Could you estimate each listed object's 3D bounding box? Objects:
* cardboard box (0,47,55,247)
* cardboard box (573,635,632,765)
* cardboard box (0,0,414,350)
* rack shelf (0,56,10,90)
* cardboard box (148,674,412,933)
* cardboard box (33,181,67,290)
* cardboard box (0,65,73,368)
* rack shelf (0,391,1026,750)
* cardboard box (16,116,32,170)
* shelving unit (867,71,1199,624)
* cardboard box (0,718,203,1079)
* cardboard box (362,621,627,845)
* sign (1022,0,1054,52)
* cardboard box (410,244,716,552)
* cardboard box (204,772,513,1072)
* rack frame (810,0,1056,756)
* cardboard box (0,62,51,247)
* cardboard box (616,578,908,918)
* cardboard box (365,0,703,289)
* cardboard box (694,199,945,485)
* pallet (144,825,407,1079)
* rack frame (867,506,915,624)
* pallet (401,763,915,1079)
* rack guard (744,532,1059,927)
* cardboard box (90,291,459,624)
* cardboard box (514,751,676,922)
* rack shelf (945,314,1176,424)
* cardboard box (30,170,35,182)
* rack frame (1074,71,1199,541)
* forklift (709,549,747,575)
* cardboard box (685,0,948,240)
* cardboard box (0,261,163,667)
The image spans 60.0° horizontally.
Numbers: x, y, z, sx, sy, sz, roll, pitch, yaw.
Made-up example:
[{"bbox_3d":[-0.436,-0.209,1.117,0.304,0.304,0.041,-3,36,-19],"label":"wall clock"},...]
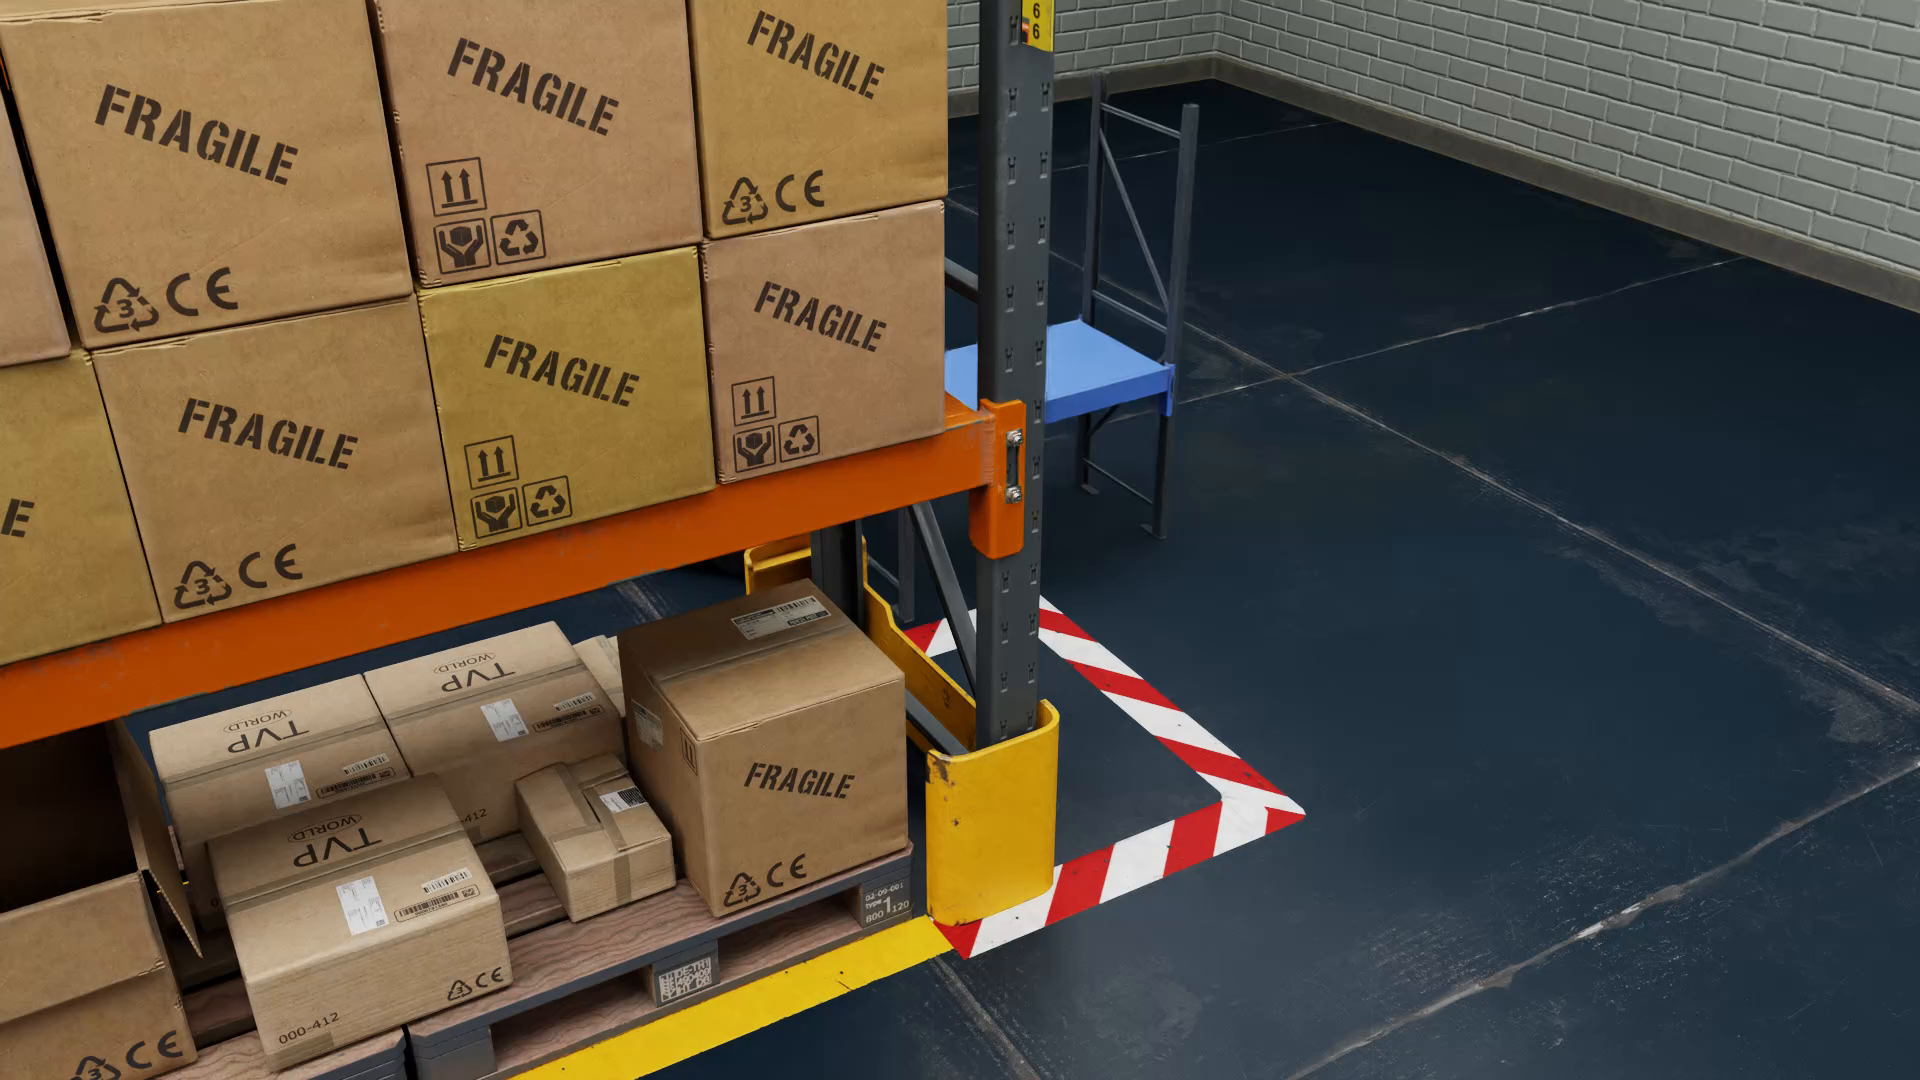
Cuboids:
[{"bbox_3d":[-1.515,-0.896,3.131,0.500,0.500,0.500,-15,32,-26],"label":"cardboard box"},{"bbox_3d":[-0.869,0.403,4.391,0.250,0.166,0.380,-16,33,-26],"label":"cardboard box"},{"bbox_3d":[-1.242,-0.670,2.721,0.500,0.500,0.500,-15,32,-25],"label":"cardboard box"},{"bbox_3d":[-4.355,-1.923,6.875,4.000,0.370,1.077,-16,33,-26],"label":"rack shelf"},{"bbox_3d":[-1.593,0.606,3.938,0.500,0.250,0.500,-16,33,-26],"label":"cardboard box"},{"bbox_3d":[-1.943,-0.338,3.155,0.500,0.500,0.500,-15,32,-26],"label":"cardboard box"},{"bbox_3d":[-1.685,-0.544,2.494,0.500,0.500,0.500,-15,32,-25],"label":"cardboard box"},{"bbox_3d":[-1.843,0.140,3.137,4.000,0.370,1.077,-16,33,-26],"label":"rack shelf"},{"bbox_3d":[-4.049,-1.754,7.305,0.250,0.149,0.380,-15,32,-26],"label":"cardboard box"},{"bbox_3d":[0.143,-0.627,5.327,1.048,1.500,0.538,-17,34,-28],"label":"shelving unit"},{"bbox_3d":[-1.950,0.753,3.410,0.637,0.503,0.797,-16,33,-26],"label":"cardboard box"},{"bbox_3d":[-1.162,0.484,4.160,0.500,0.250,0.500,-16,33,-26],"label":"cardboard box"},{"bbox_3d":[0.146,-1.074,3.066,0.005,0.325,0.100,-16,33,-26],"label":"sign"},{"bbox_3d":[-0.812,-0.357,3.189,0.500,0.500,0.500,-16,32,-26],"label":"cardboard box"},{"bbox_3d":[-1.297,0.802,3.583,0.500,0.250,0.500,-16,33,-26],"label":"cardboard box"},{"bbox_3d":[-0.118,-0.665,3.850,0.127,3.000,1.000,-16,33,-26],"label":"rack frame"},{"bbox_3d":[-1.953,-0.771,2.905,0.500,0.500,0.500,-16,33,-27],"label":"cardboard box"},{"bbox_3d":[-0.462,0.473,3.921,0.500,0.500,0.500,-16,33,-26],"label":"cardboard box"},{"bbox_3d":[-0.798,-0.799,2.955,0.500,0.500,0.500,-15,32,-25],"label":"cardboard box"},{"bbox_3d":[-0.367,-0.486,3.422,0.500,0.500,0.500,-15,32,-25],"label":"cardboard box"},{"bbox_3d":[-1.921,1.067,3.599,1.213,0.211,1.003,-16,33,-26],"label":"pallet"},{"bbox_3d":[-0.286,-0.495,5.089,0.032,1.500,0.500,-17,34,-28],"label":"rack frame"},{"bbox_3d":[-0.871,0.770,4.136,1.213,0.211,1.003,-16,33,-26],"label":"pallet"},{"bbox_3d":[-0.184,0.448,4.421,0.348,0.500,1.175,-16,33,-26],"label":"rack guard"},{"bbox_3d":[-1.245,-0.237,2.972,0.500,0.500,0.500,-16,32,-26],"label":"cardboard box"},{"bbox_3d":[-0.857,0.680,3.890,0.250,0.166,0.380,-16,33,-26],"label":"cardboard box"},{"bbox_3d":[0.142,-0.470,5.415,1.000,0.185,0.538,-17,34,-28],"label":"rack shelf"},{"bbox_3d":[-4.049,-1.358,7.259,0.500,0.500,0.700,-17,33,-28],"label":"cardboard box"},{"bbox_3d":[0.572,-0.758,5.565,0.032,1.500,0.500,-17,34,-28],"label":"rack frame"},{"bbox_3d":[-1.792,-1.585,5.588,3.031,2.935,1.130,9,30,16],"label":"forklift"},{"bbox_3d":[-0.363,-0.923,3.180,0.500,0.500,0.500,-16,33,-27],"label":"cardboard box"},{"bbox_3d":[-1.679,-0.114,2.749,0.500,0.500,0.500,-16,33,-27],"label":"cardboard box"}]
